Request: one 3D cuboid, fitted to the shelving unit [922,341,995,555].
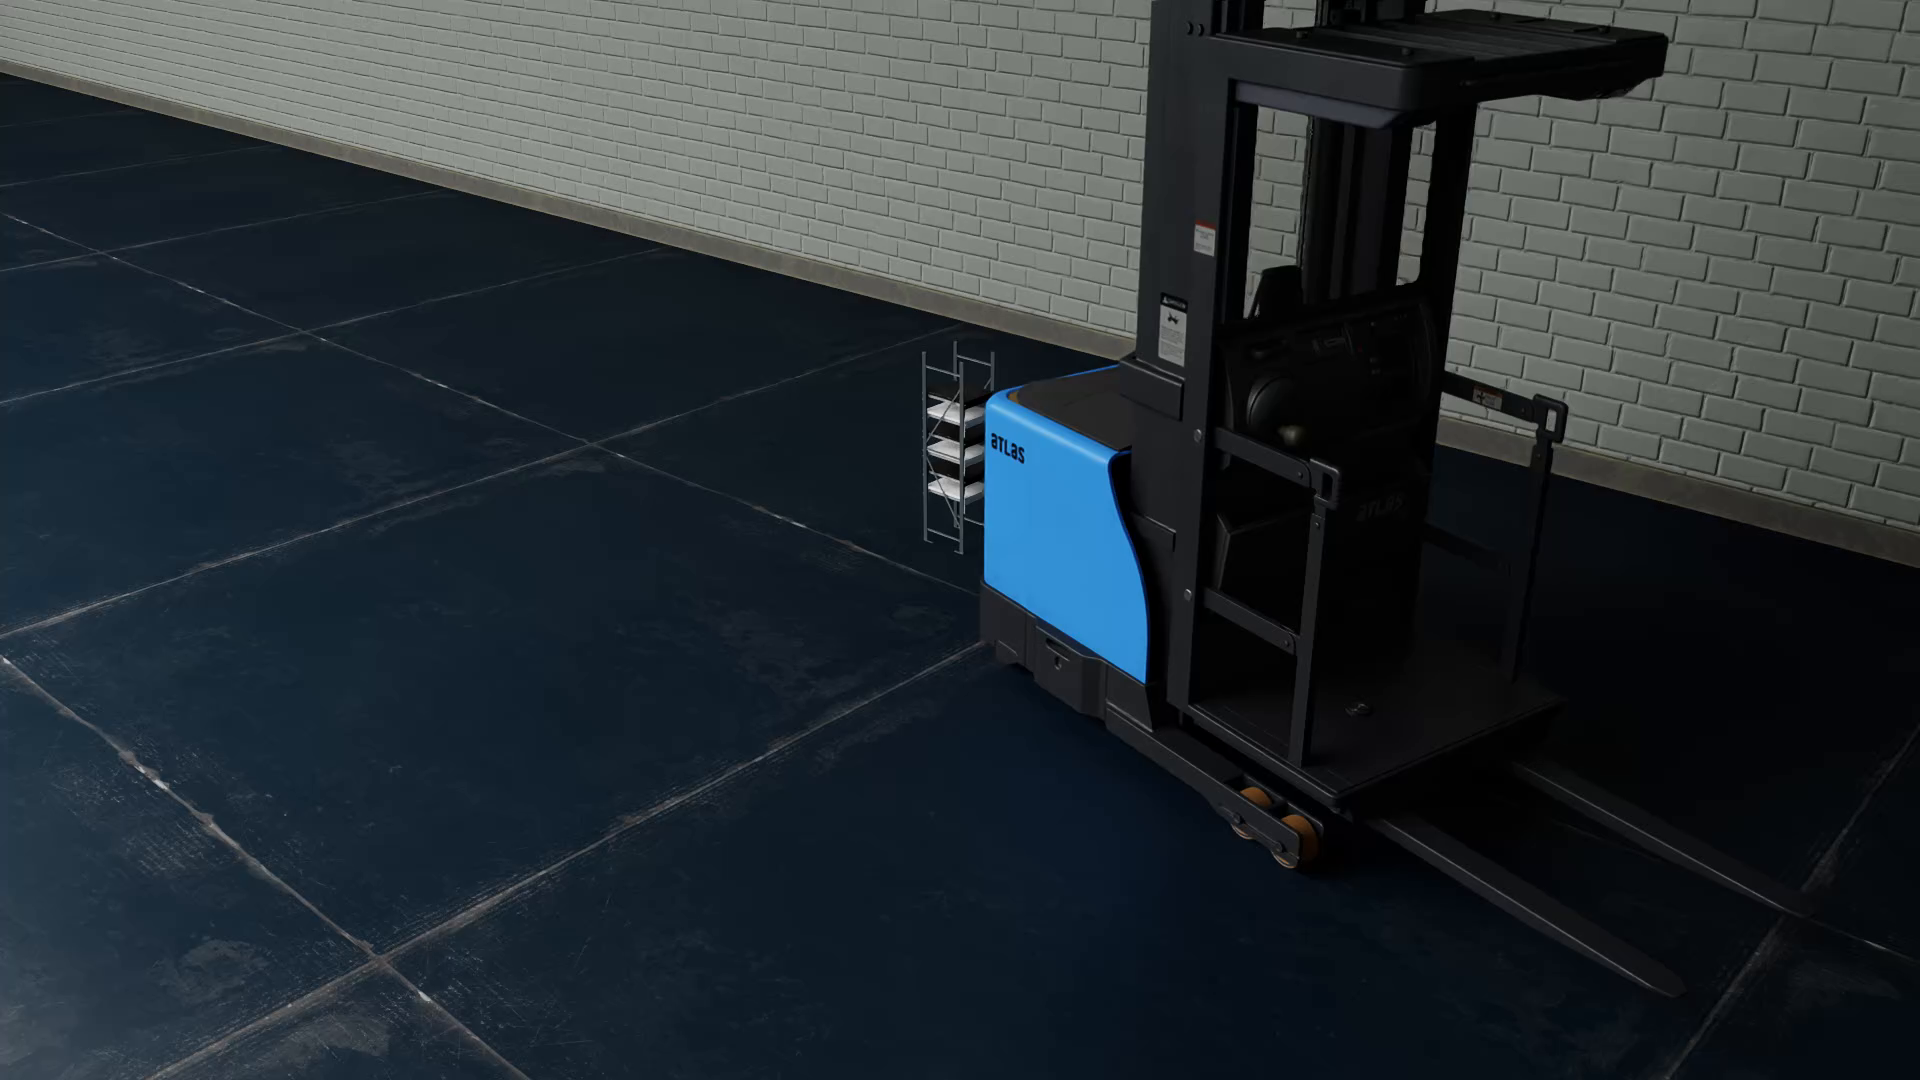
[{"bbox_3d":[-0.005,-0.408,7.422,0.258,0.900,0.210,20,31,38],"label":"shelving unit"}]

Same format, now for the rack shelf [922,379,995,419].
[{"bbox_3d":[-0.005,-0.624,7.326,0.258,0.077,0.200,20,31,38],"label":"rack shelf"}]

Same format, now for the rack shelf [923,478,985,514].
[{"bbox_3d":[-0.005,-0.213,7.510,0.258,0.077,0.200,20,31,38],"label":"rack shelf"}]

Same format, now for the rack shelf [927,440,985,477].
[{"bbox_3d":[-0.005,-0.378,7.436,0.258,0.077,0.200,20,31,38],"label":"rack shelf"}]

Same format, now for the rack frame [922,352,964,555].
[{"bbox_3d":[-0.073,-0.377,7.353,0.240,0.900,0.006,20,31,38],"label":"rack frame"}]

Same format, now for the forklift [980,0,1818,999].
[{"bbox_3d":[1.317,-0.518,5.184,1.130,2.935,3.031,-15,28,-31],"label":"forklift"}]

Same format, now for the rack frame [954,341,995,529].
[{"bbox_3d":[0.062,-0.439,7.492,0.240,0.900,0.006,20,31,38],"label":"rack frame"}]

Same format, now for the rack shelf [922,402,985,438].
[{"bbox_3d":[-0.005,-0.542,7.362,0.258,0.077,0.200,20,31,38],"label":"rack shelf"}]

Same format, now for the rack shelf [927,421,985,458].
[{"bbox_3d":[-0.005,-0.460,7.399,0.258,0.077,0.200,20,31,38],"label":"rack shelf"}]

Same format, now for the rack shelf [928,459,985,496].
[{"bbox_3d":[-0.005,-0.296,7.473,0.258,0.077,0.200,20,31,38],"label":"rack shelf"}]
